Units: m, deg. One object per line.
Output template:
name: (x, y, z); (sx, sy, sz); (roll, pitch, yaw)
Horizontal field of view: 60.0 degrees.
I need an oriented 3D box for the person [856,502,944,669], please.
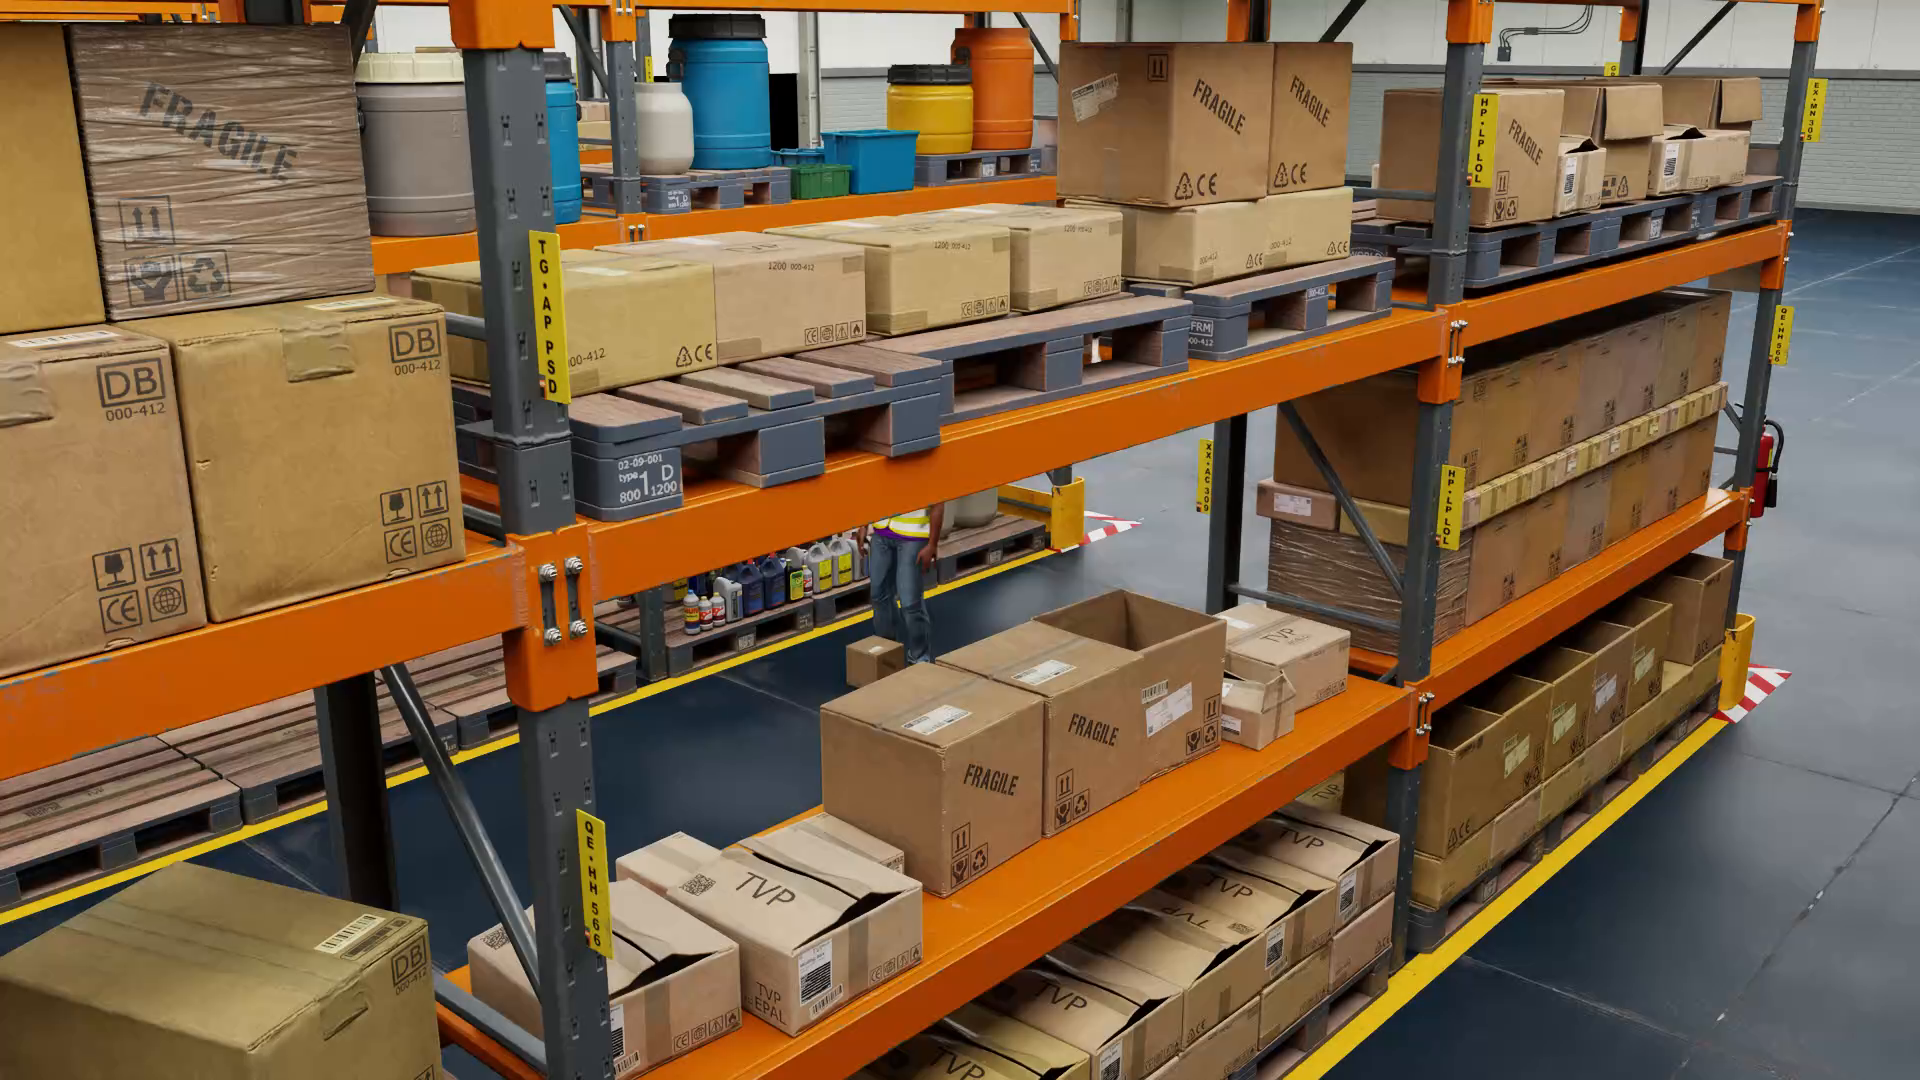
person: (-0.378, -0.016, 10.062); (0.631, 1.760, 0.463); (14, 22, 39)
